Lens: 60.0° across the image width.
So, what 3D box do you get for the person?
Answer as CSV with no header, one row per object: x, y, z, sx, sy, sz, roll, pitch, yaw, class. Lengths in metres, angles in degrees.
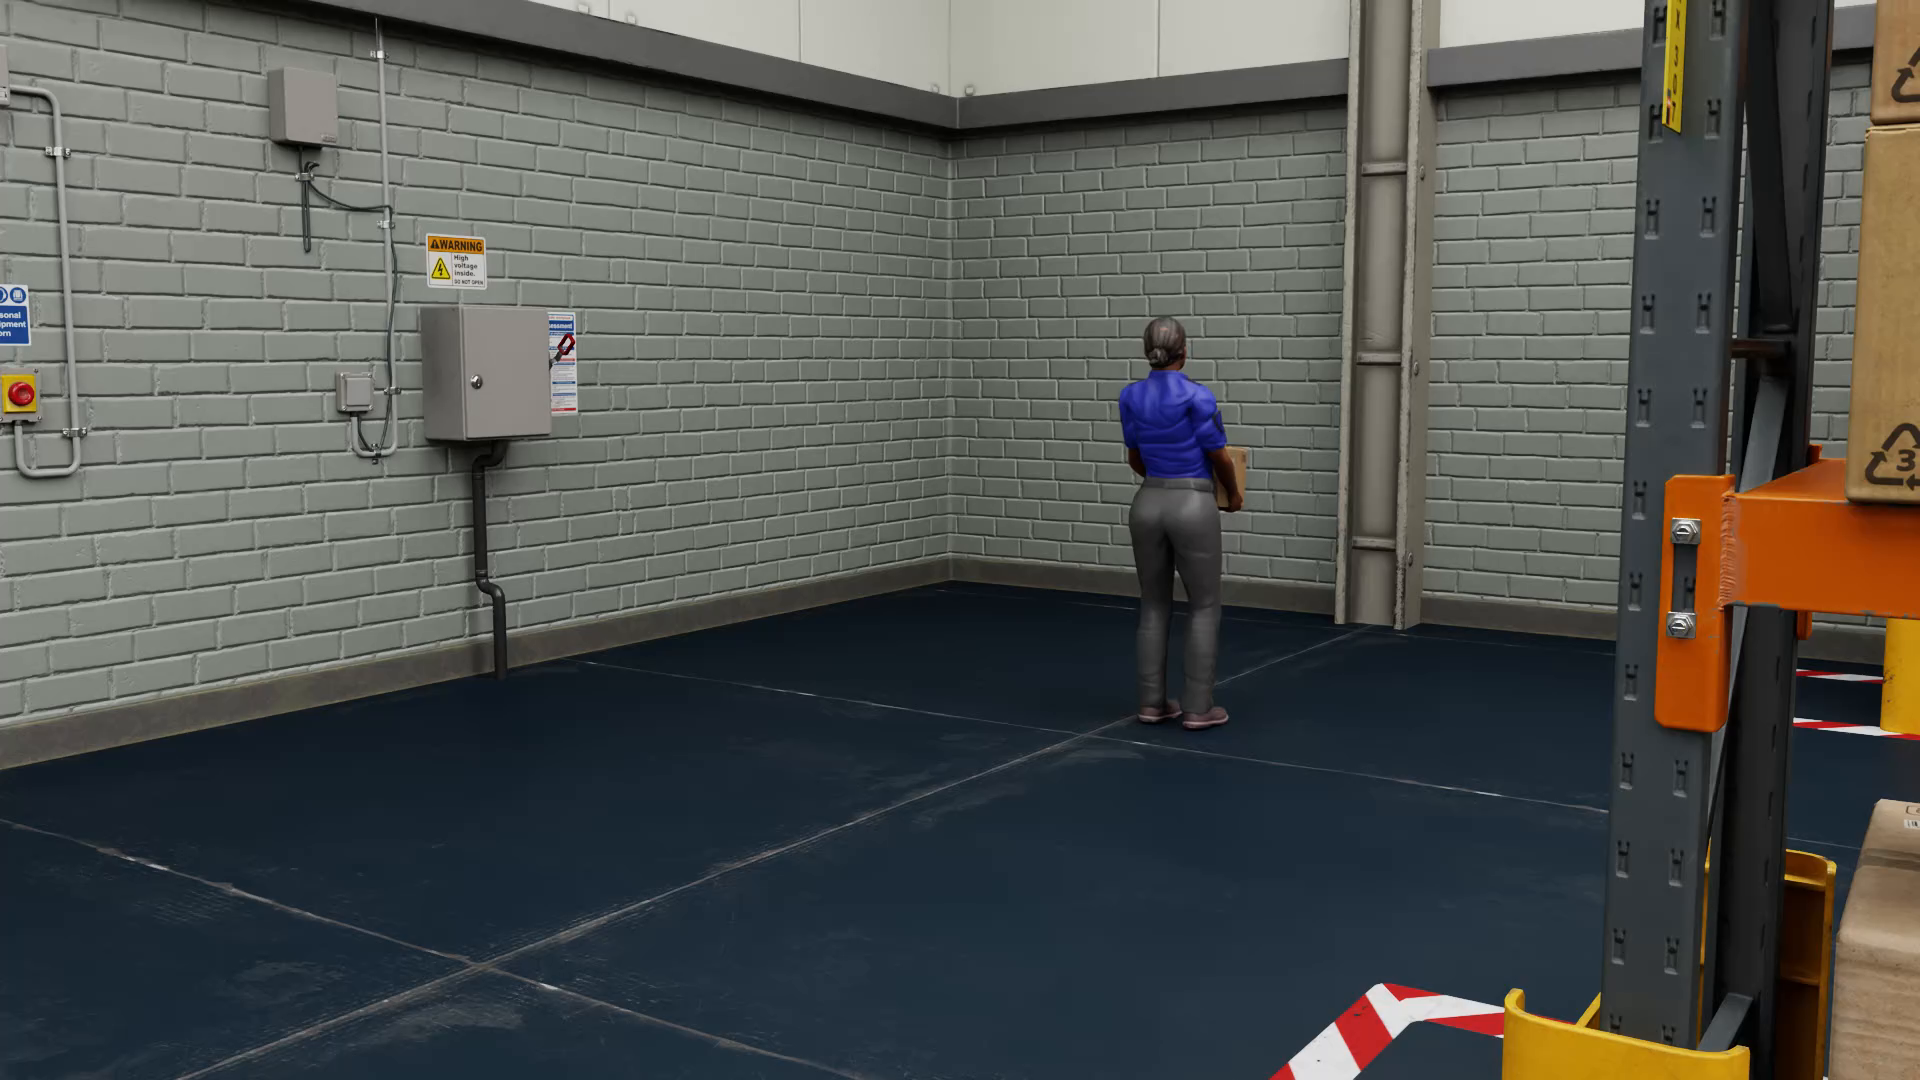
0.902,-0.059,6.718,0.450,1.620,0.518,4,8,34,person
